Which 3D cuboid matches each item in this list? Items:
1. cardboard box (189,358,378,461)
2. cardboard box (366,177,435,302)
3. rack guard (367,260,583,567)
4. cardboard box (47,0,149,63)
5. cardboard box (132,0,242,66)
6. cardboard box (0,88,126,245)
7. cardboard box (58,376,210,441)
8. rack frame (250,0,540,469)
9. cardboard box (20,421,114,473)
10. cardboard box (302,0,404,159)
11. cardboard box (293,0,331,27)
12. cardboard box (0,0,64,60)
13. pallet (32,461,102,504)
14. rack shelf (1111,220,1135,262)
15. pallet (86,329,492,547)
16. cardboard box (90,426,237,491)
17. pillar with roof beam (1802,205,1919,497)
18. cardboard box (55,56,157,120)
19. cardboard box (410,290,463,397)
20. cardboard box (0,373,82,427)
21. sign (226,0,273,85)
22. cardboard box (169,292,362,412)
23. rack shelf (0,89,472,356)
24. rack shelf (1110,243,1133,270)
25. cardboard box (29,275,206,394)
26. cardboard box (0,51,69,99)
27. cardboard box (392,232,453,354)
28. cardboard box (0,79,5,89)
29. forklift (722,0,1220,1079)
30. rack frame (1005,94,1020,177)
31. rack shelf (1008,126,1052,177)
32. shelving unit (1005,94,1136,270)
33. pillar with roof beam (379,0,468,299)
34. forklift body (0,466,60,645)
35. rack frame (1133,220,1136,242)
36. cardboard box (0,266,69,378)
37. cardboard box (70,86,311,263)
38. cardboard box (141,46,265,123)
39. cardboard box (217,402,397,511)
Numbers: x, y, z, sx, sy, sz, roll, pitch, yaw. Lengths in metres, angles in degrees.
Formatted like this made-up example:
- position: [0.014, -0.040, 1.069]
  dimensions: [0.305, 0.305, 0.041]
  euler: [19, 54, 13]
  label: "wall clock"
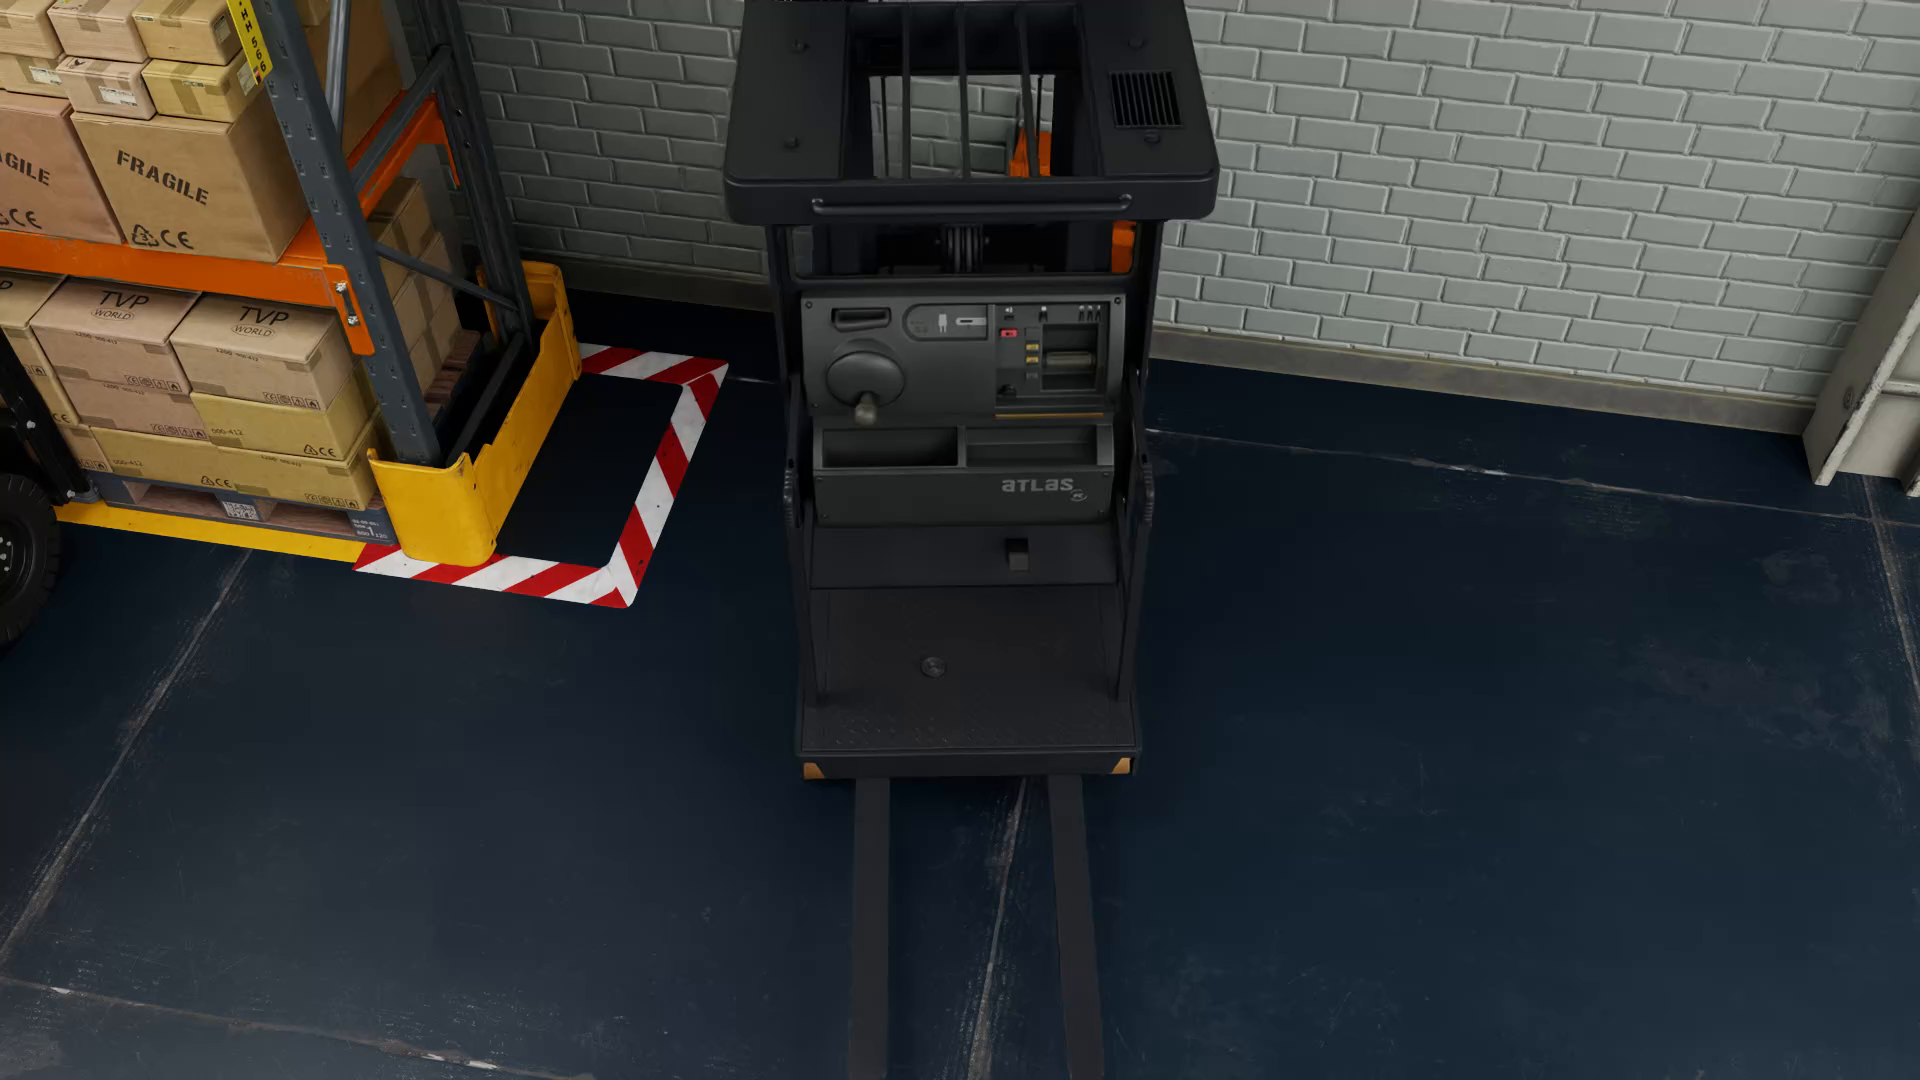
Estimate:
- position: [-2.384, -0.572, 5.978]
  dimensions: [0.500, 0.250, 0.500]
  euler: [7, 48, 6]
  label: "cardboard box"
- position: [-2.288, -1.106, 6.121]
  dimensions: [0.500, 0.250, 0.500]
  euler: [7, 48, 6]
  label: "cardboard box"
- position: [-1.825, -0.510, 6.372]
  dimensions: [0.348, 0.500, 1.175]
  euler: [8, 49, 7]
  label: "rack guard"
- position: [-2.487, -1.601, 4.969]
  dimensions: [0.250, 0.149, 0.380]
  euler: [8, 49, 7]
  label: "cardboard box"
- position: [-2.239, -1.591, 4.960]
  dimensions: [0.250, 0.149, 0.380]
  euler: [8, 49, 7]
  label: "cardboard box"
- position: [-2.889, -1.330, 5.361]
  dimensions: [0.500, 0.500, 0.500]
  euler: [9, 49, 8]
  label: "cardboard box"
- position: [-2.875, -0.647, 6.045]
  dimensions: [0.500, 0.250, 0.500]
  euler: [7, 48, 6]
  label: "cardboard box"
- position: [-1.849, -1.348, 5.445]
  dimensions: [0.127, 3.000, 1.000]
  euler: [8, 49, 7]
  label: "rack frame"
- position: [-3.346, -0.546, 6.290]
  dimensions: [0.500, 0.250, 0.500]
  euler: [8, 49, 7]
  label: "cardboard box"
- position: [-2.287, -1.651, 5.649]
  dimensions: [0.500, 0.500, 0.500]
  euler: [9, 49, 8]
  label: "cardboard box"
- position: [-2.137, -1.833, 5.377]
  dimensions: [0.250, 0.149, 0.380]
  euler: [7, 48, 6]
  label: "cardboard box"
- position: [-2.750, -1.616, 4.982]
  dimensions: [0.250, 0.149, 0.380]
  euler: [9, 49, 8]
  label: "cardboard box"
- position: [-3.806, -0.650, 6.692]
  dimensions: [1.213, 0.211, 1.003]
  euler: [8, 49, 7]
  label: "pallet"
- position: [0.430, -1.209, 6.308]
  dimensions: [0.480, 0.148, 0.258]
  euler: [7, 44, 6]
  label: "rack shelf"
- position: [-2.609, -0.487, 6.546]
  dimensions: [1.213, 0.211, 1.003]
  euler: [8, 49, 7]
  label: "pallet"
- position: [-2.855, -0.473, 6.225]
  dimensions: [0.500, 0.250, 0.500]
  euler: [8, 49, 7]
  label: "cardboard box"
- position: [2.765, -0.160, 0.344]
  dimensions: [0.400, 9.000, 9.100]
  euler: [8, 49, 7]
  label: "pillar with roof beam"
- position: [-2.497, -1.451, 5.034]
  dimensions: [0.250, 0.149, 0.380]
  euler: [8, 49, 7]
  label: "cardboard box"
- position: [-2.298, -0.778, 6.499]
  dimensions: [0.500, 0.250, 0.500]
  euler: [8, 49, 7]
  label: "cardboard box"
- position: [-3.387, -0.700, 6.092]
  dimensions: [0.500, 0.250, 0.500]
  euler: [7, 48, 6]
  label: "cardboard box"
- position: [-1.959, -1.419, 4.571]
  dimensions: [0.005, 0.325, 0.100]
  euler: [8, 49, 7]
  label: "sign"
- position: [-2.358, -0.737, 5.789]
  dimensions: [0.500, 0.250, 0.500]
  euler: [9, 49, 8]
  label: "cardboard box"
- position: [-3.817, -1.372, 5.950]
  dimensions: [4.000, 0.370, 1.077]
  euler: [8, 49, 7]
  label: "rack shelf"
- position: [0.427, -1.048, 6.463]
  dimensions: [0.480, 0.148, 0.258]
  euler: [7, 44, 6]
  label: "rack shelf"
- position: [-2.861, -0.800, 5.846]
  dimensions: [0.500, 0.250, 0.500]
  euler: [8, 49, 8]
  label: "cardboard box"
- position: [-2.741, -1.531, 5.105]
  dimensions: [0.250, 0.149, 0.380]
  euler: [8, 49, 8]
  label: "cardboard box"
- position: [-2.275, -0.951, 6.318]
  dimensions: [0.500, 0.250, 0.500]
  euler: [8, 49, 8]
  label: "cardboard box"
- position: [-2.983, -1.572, 5.142]
  dimensions: [0.250, 0.149, 0.380]
  euler: [7, 48, 7]
  label: "cardboard box"
- position: [0.017, -0.431, 4.667]
  dimensions: [1.130, 2.935, 3.031]
  euler: [-1, 48, -1]
  label: "forklift"
- position: [0.188, -1.127, 6.443]
  dimensions: [0.015, 1.200, 0.240]
  euler: [7, 44, 6]
  label: "rack frame"
- position: [0.433, -1.380, 6.145]
  dimensions: [0.480, 0.148, 0.258]
  euler: [7, 44, 6]
  label: "rack shelf"
- position: [0.428, -1.097, 6.417]
  dimensions: [0.503, 1.200, 0.258]
  euler: [7, 44, 6]
  label: "shelving unit"
- position: [-3.140, -0.954, 1.058]
  dimensions: [0.400, 9.000, 9.100]
  euler: [8, 49, 7]
  label: "pillar with roof beam"
- position: [-4.040, 0.020, 4.786]
  dimensions: [1.214, 2.155, 2.313]
  euler: [8, 49, 7]
  label: "forklift body"
- position: [0.669, -1.067, 6.390]
  dimensions: [0.015, 1.200, 0.240]
  euler: [7, 44, 6]
  label: "rack frame"
- position: [-3.360, -0.859, 5.899]
  dimensions: [0.500, 0.250, 0.500]
  euler: [8, 49, 7]
  label: "cardboard box"
- position: [-2.380, -1.255, 5.294]
  dimensions: [0.500, 0.500, 0.500]
  euler: [7, 48, 6]
  label: "cardboard box"
- position: [-2.240, -1.439, 5.023]
  dimensions: [0.250, 0.149, 0.380]
  euler: [8, 49, 7]
  label: "cardboard box"
- position: [-2.368, -0.401, 6.160]
  dimensions: [0.500, 0.250, 0.500]
  euler: [8, 49, 7]
  label: "cardboard box"
